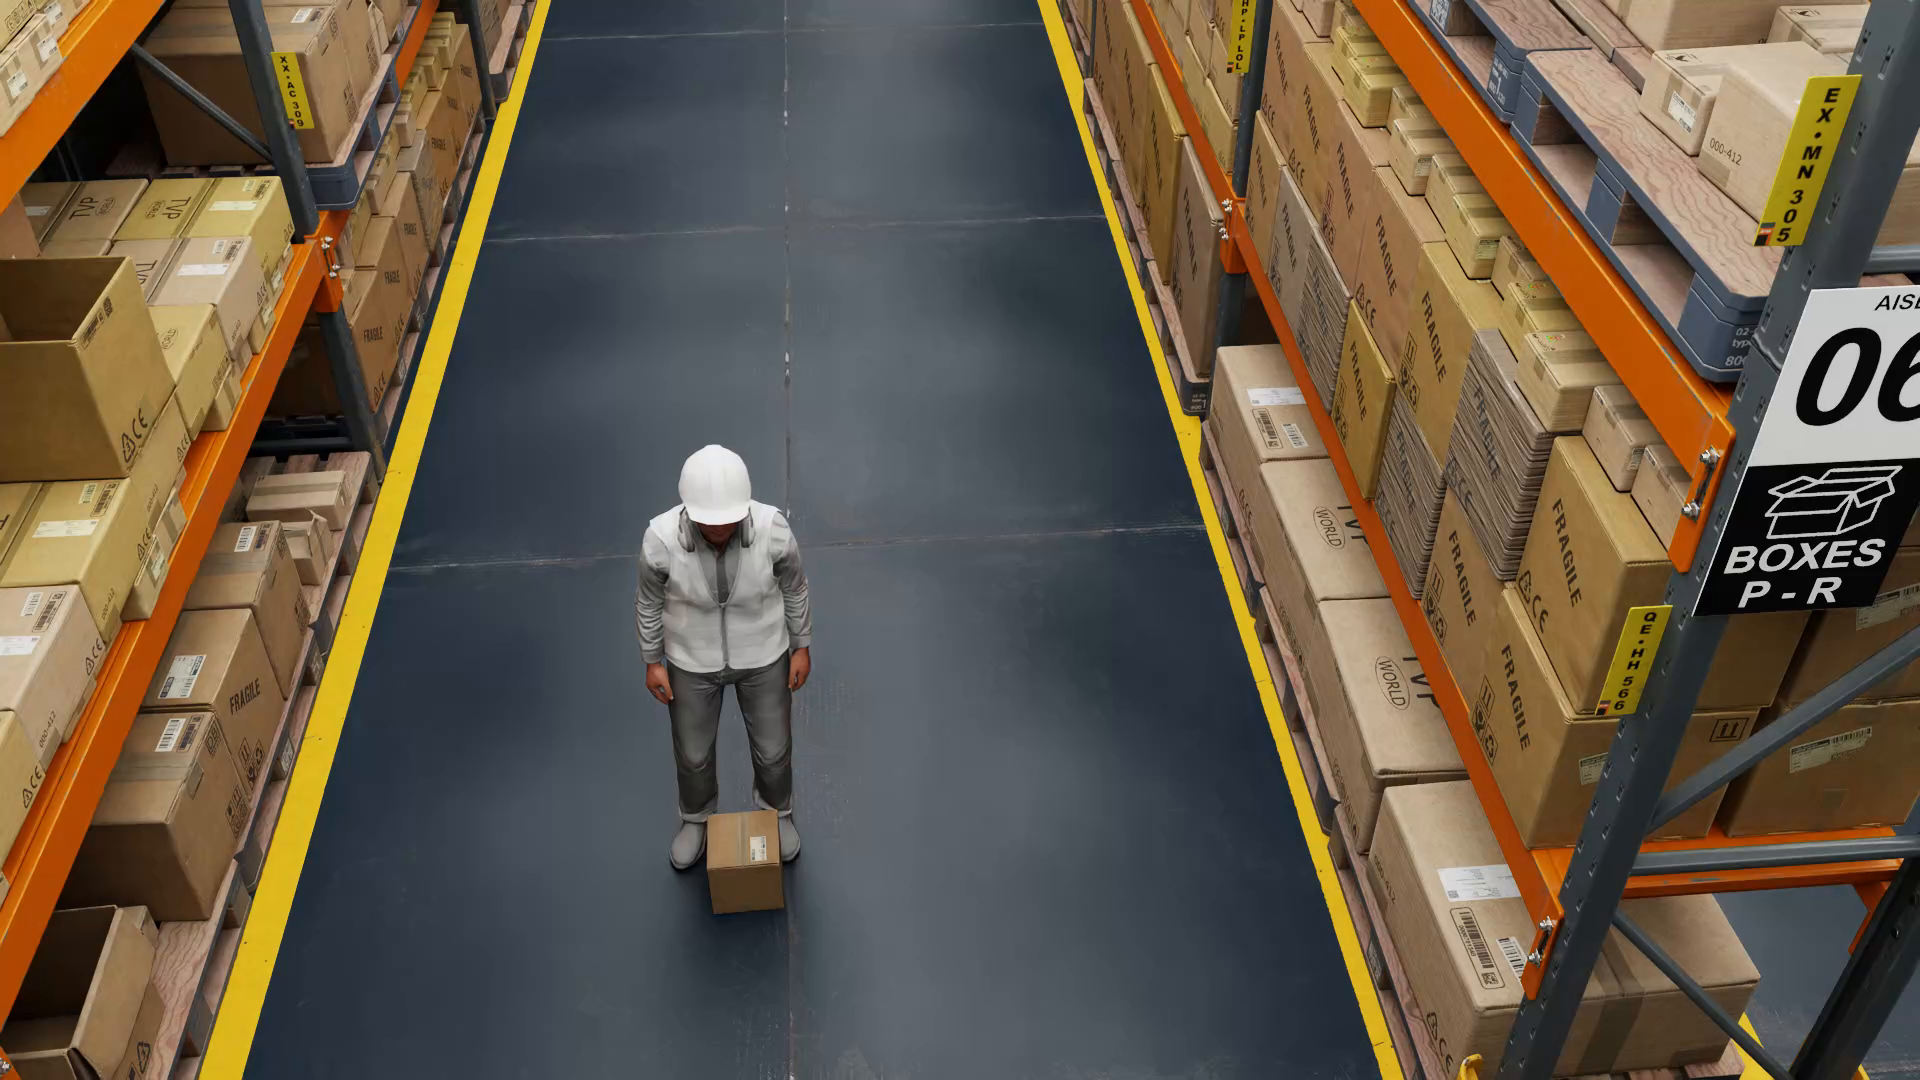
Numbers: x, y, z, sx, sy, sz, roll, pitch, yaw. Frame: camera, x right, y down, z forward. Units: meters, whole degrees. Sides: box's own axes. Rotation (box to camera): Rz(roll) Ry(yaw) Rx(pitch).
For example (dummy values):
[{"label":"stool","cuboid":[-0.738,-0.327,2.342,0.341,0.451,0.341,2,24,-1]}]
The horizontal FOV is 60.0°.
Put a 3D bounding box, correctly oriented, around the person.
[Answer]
[{"label":"person","cuboid":[-0.789,0.389,5.651,0.586,1.770,0.463,-5,39,-7]}]
